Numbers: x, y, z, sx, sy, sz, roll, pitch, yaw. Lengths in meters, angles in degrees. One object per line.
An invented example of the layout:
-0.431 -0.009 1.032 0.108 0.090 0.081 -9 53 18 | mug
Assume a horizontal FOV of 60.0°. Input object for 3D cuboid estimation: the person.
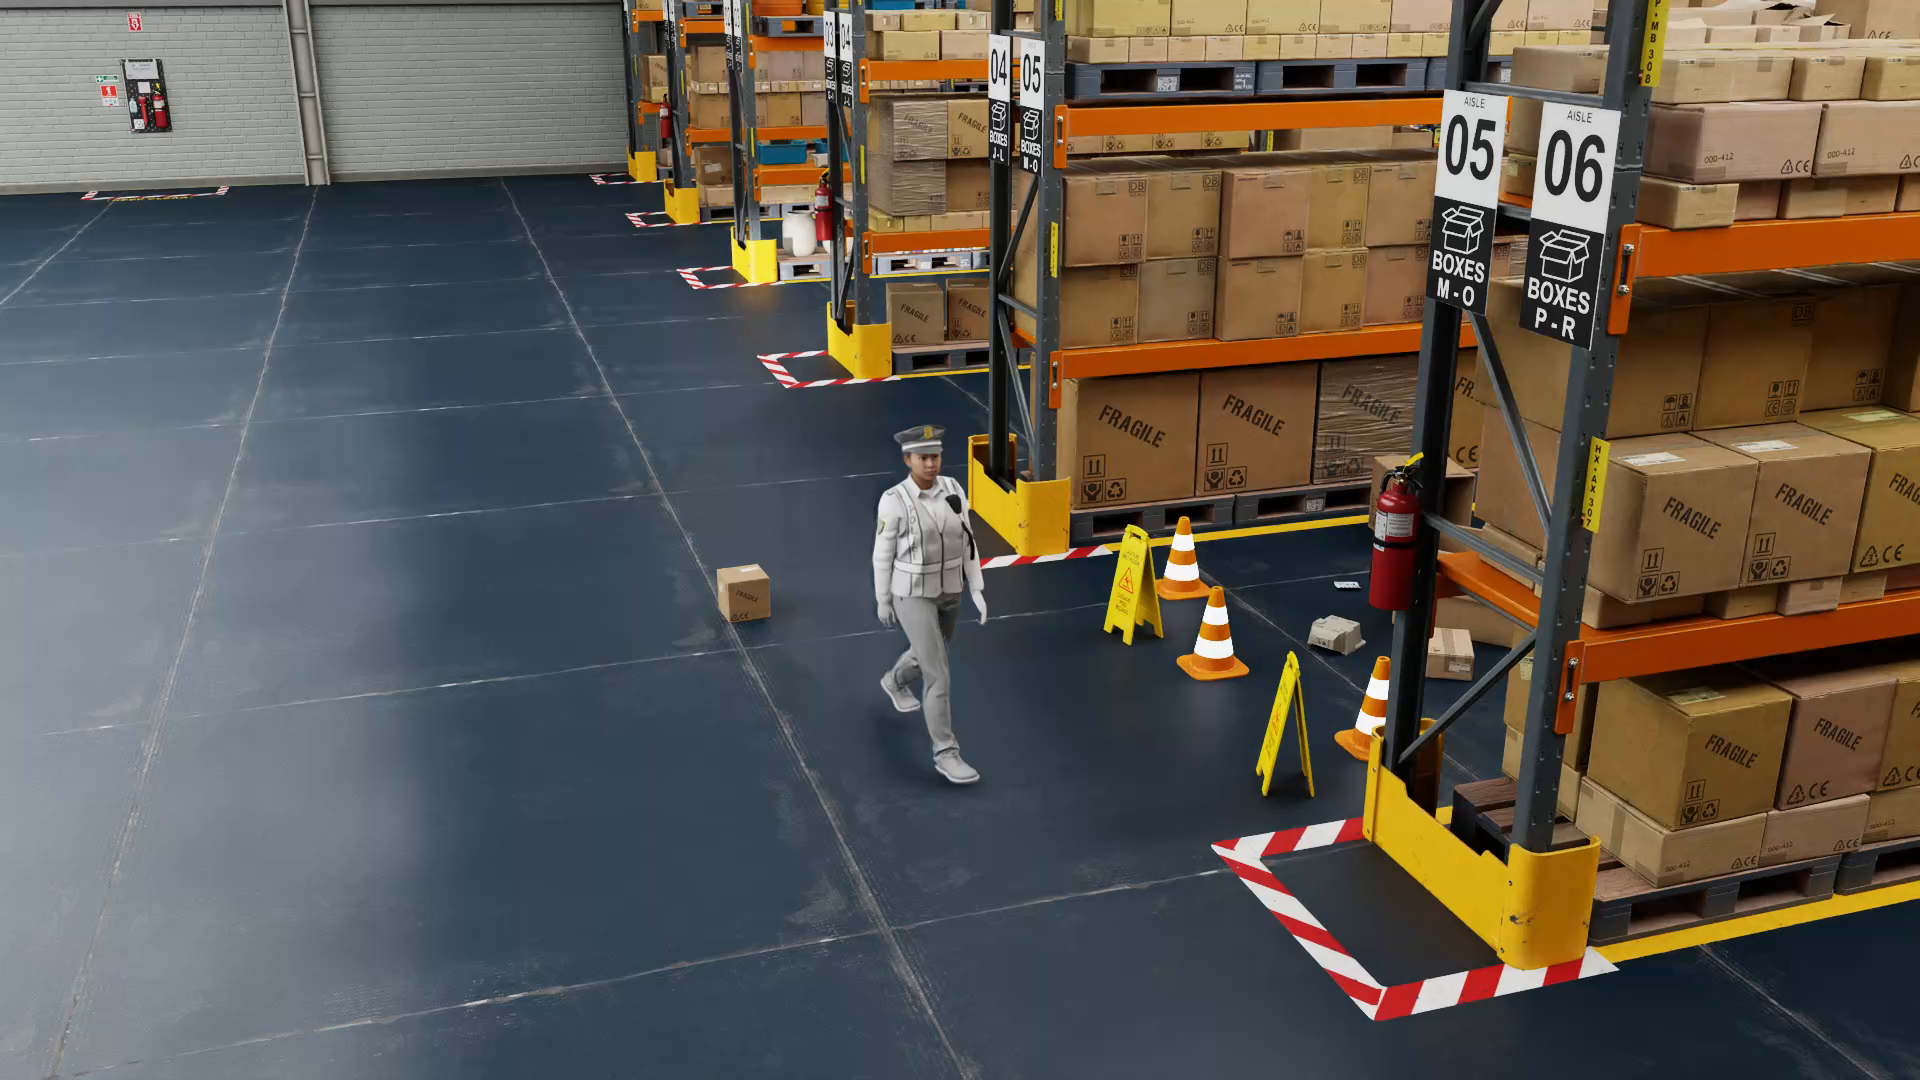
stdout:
-0.154 0.230 7.847 0.480 1.640 0.987 -13 23 -33 | person
